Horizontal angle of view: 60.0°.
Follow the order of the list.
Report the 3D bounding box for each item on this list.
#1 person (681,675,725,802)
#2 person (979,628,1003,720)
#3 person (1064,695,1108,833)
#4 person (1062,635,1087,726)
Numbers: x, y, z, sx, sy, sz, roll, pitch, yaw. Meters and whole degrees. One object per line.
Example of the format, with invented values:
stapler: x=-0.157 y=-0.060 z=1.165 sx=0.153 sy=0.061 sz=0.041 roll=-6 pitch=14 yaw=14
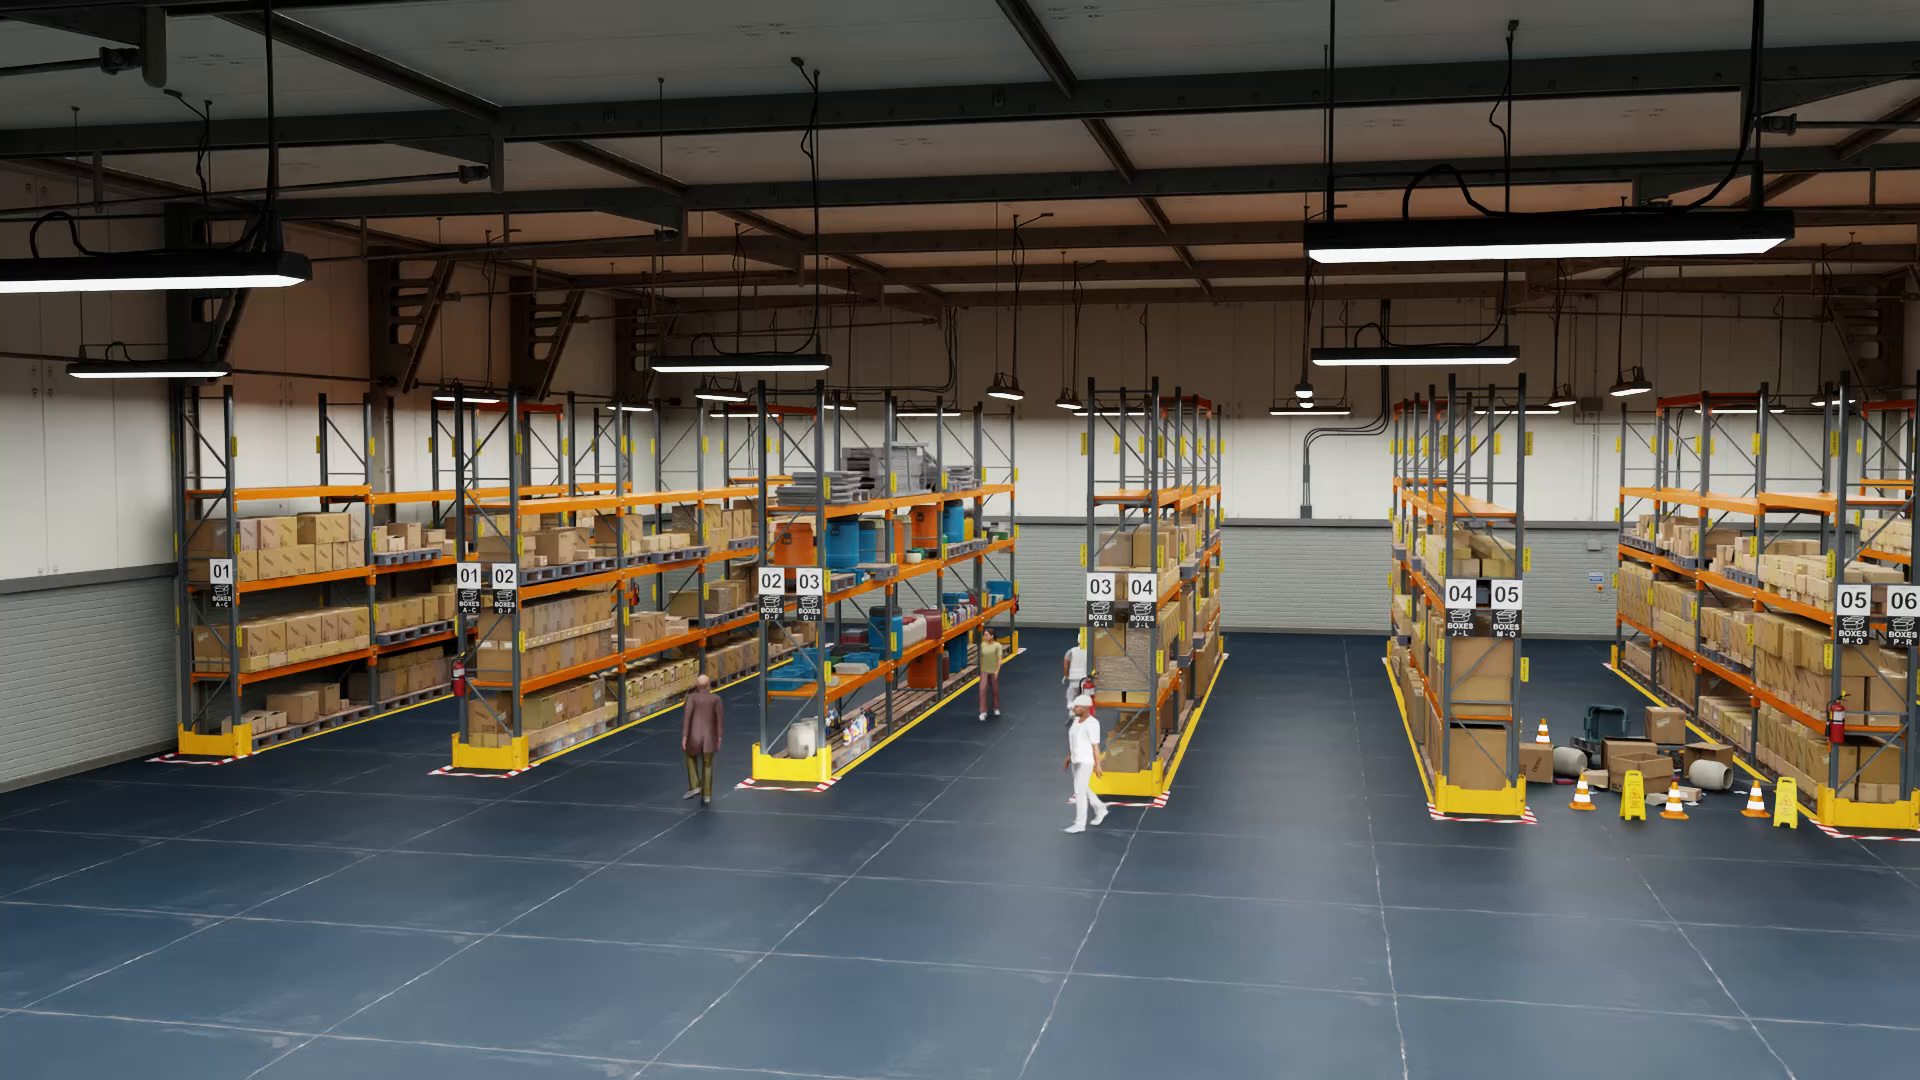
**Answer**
person: x=-3.629 y=2.804 z=23.460 sx=0.627 sy=1.792 sz=0.582 roll=-1 pitch=3 yaw=-18
person: x=0.548 y=2.453 z=30.658 sx=0.464 sy=1.622 sz=0.883 roll=1 pitch=3 yaw=16
person: x=1.654 y=2.898 z=21.754 sx=0.746 sy=1.760 sz=0.562 roll=-1 pitch=3 yaw=-20
person: x=2.138 y=2.511 z=29.618 sx=0.656 sy=1.681 sz=0.793 roll=1 pitch=3 yaw=11
